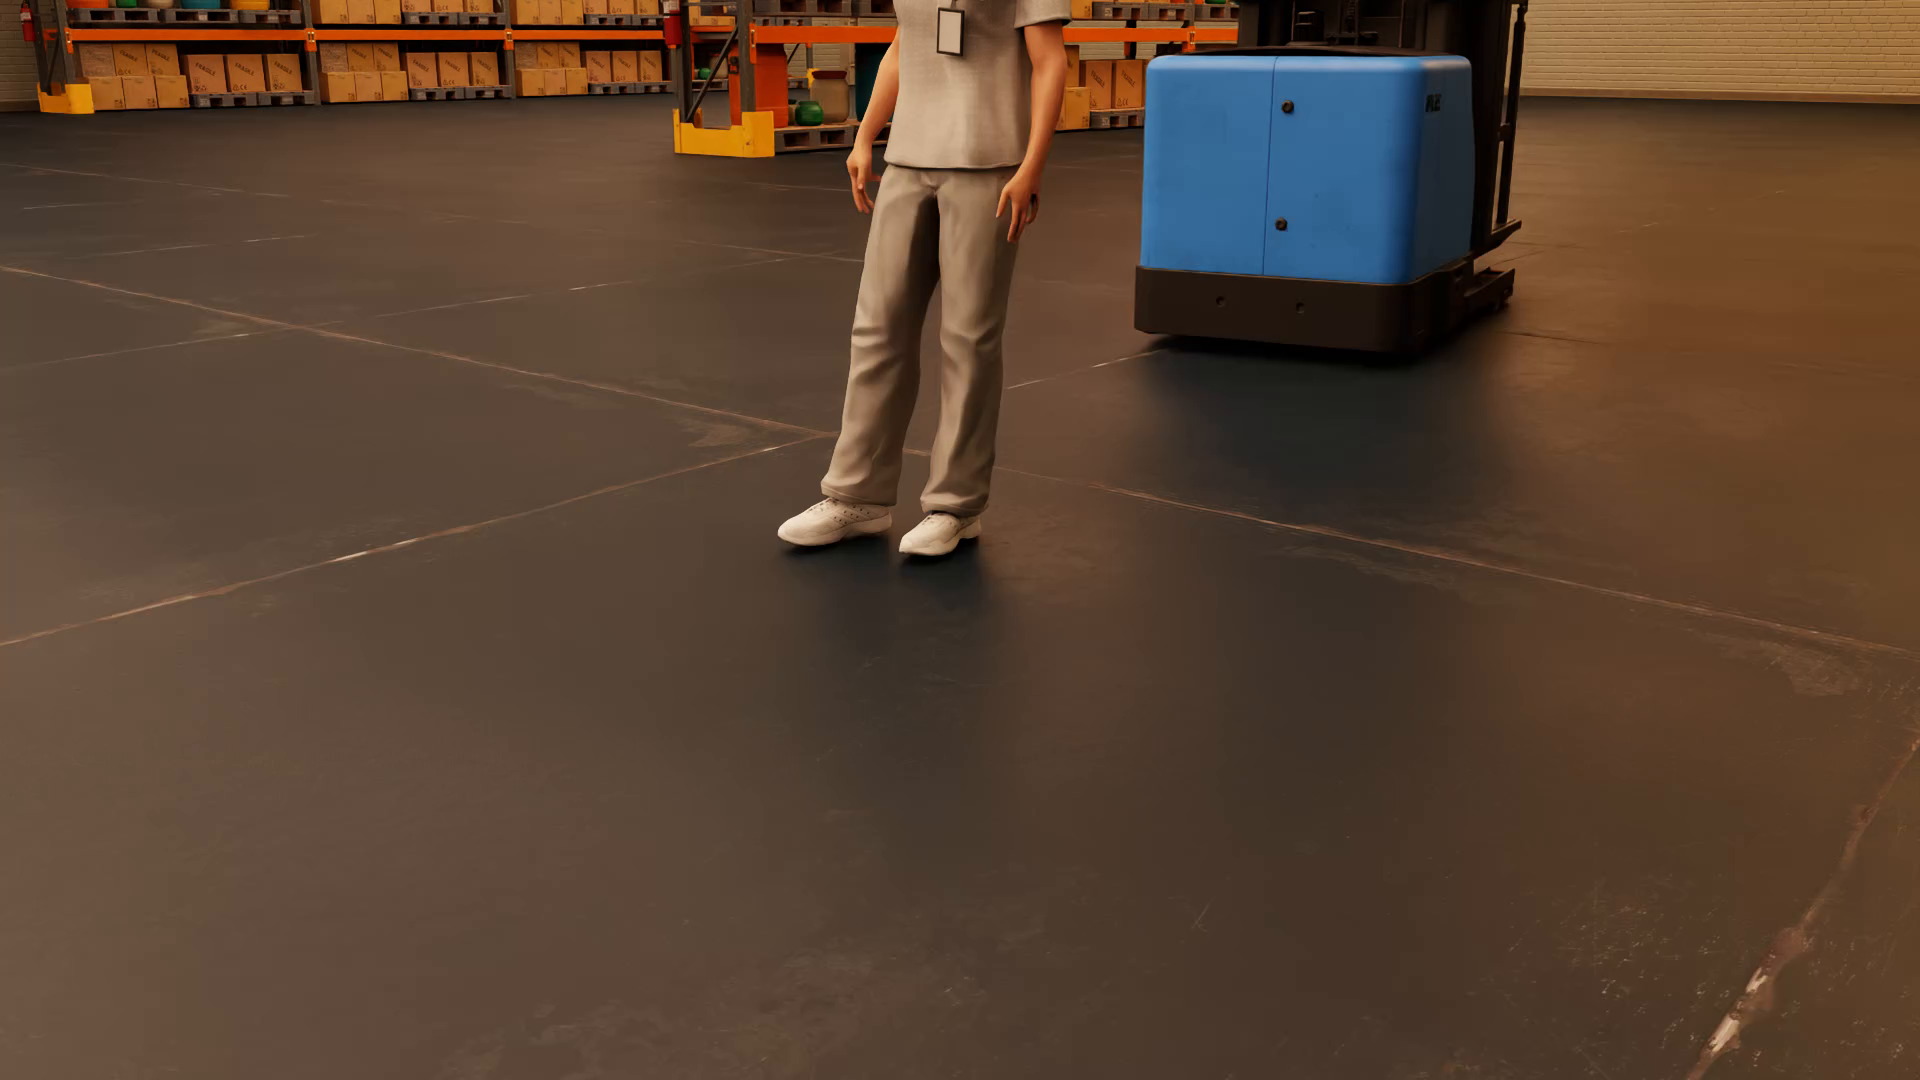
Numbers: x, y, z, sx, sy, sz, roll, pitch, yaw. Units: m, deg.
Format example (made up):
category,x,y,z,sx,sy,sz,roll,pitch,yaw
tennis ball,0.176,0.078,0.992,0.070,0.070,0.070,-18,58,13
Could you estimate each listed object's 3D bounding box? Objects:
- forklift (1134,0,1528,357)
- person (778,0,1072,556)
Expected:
category,x,y,z,sx,sy,sz,roll,pitch,yaw
forklift,1.808,-2.445,6.950,1.130,2.935,3.031,9,19,27
person,-0.057,-0.794,3.651,0.549,1.675,0.549,13,21,37
